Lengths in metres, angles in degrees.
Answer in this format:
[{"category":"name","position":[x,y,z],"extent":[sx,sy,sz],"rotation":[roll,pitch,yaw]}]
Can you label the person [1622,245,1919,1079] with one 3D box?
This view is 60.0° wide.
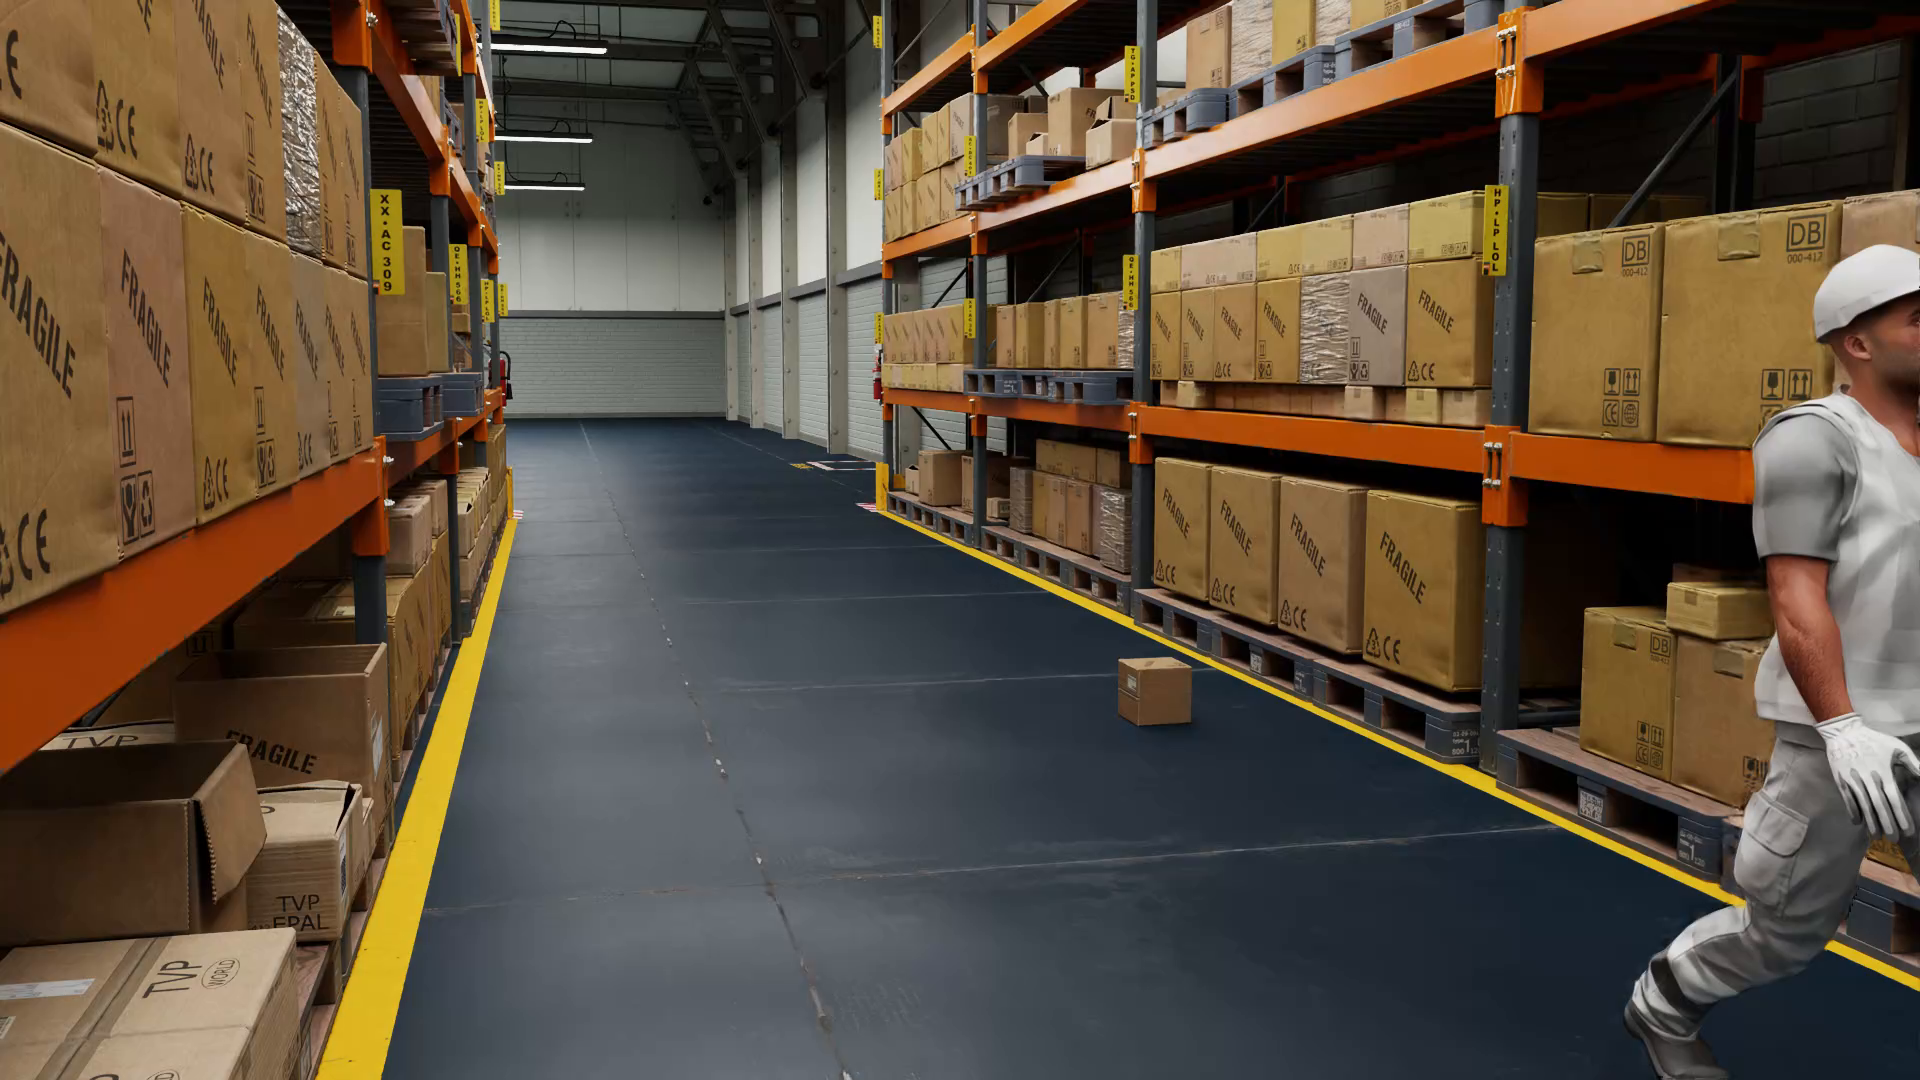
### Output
[{"category":"person","position":[1.658,0.347,3.036],"extent":[0.521,1.751,1.003],"rotation":[-2,6,-18]}]
